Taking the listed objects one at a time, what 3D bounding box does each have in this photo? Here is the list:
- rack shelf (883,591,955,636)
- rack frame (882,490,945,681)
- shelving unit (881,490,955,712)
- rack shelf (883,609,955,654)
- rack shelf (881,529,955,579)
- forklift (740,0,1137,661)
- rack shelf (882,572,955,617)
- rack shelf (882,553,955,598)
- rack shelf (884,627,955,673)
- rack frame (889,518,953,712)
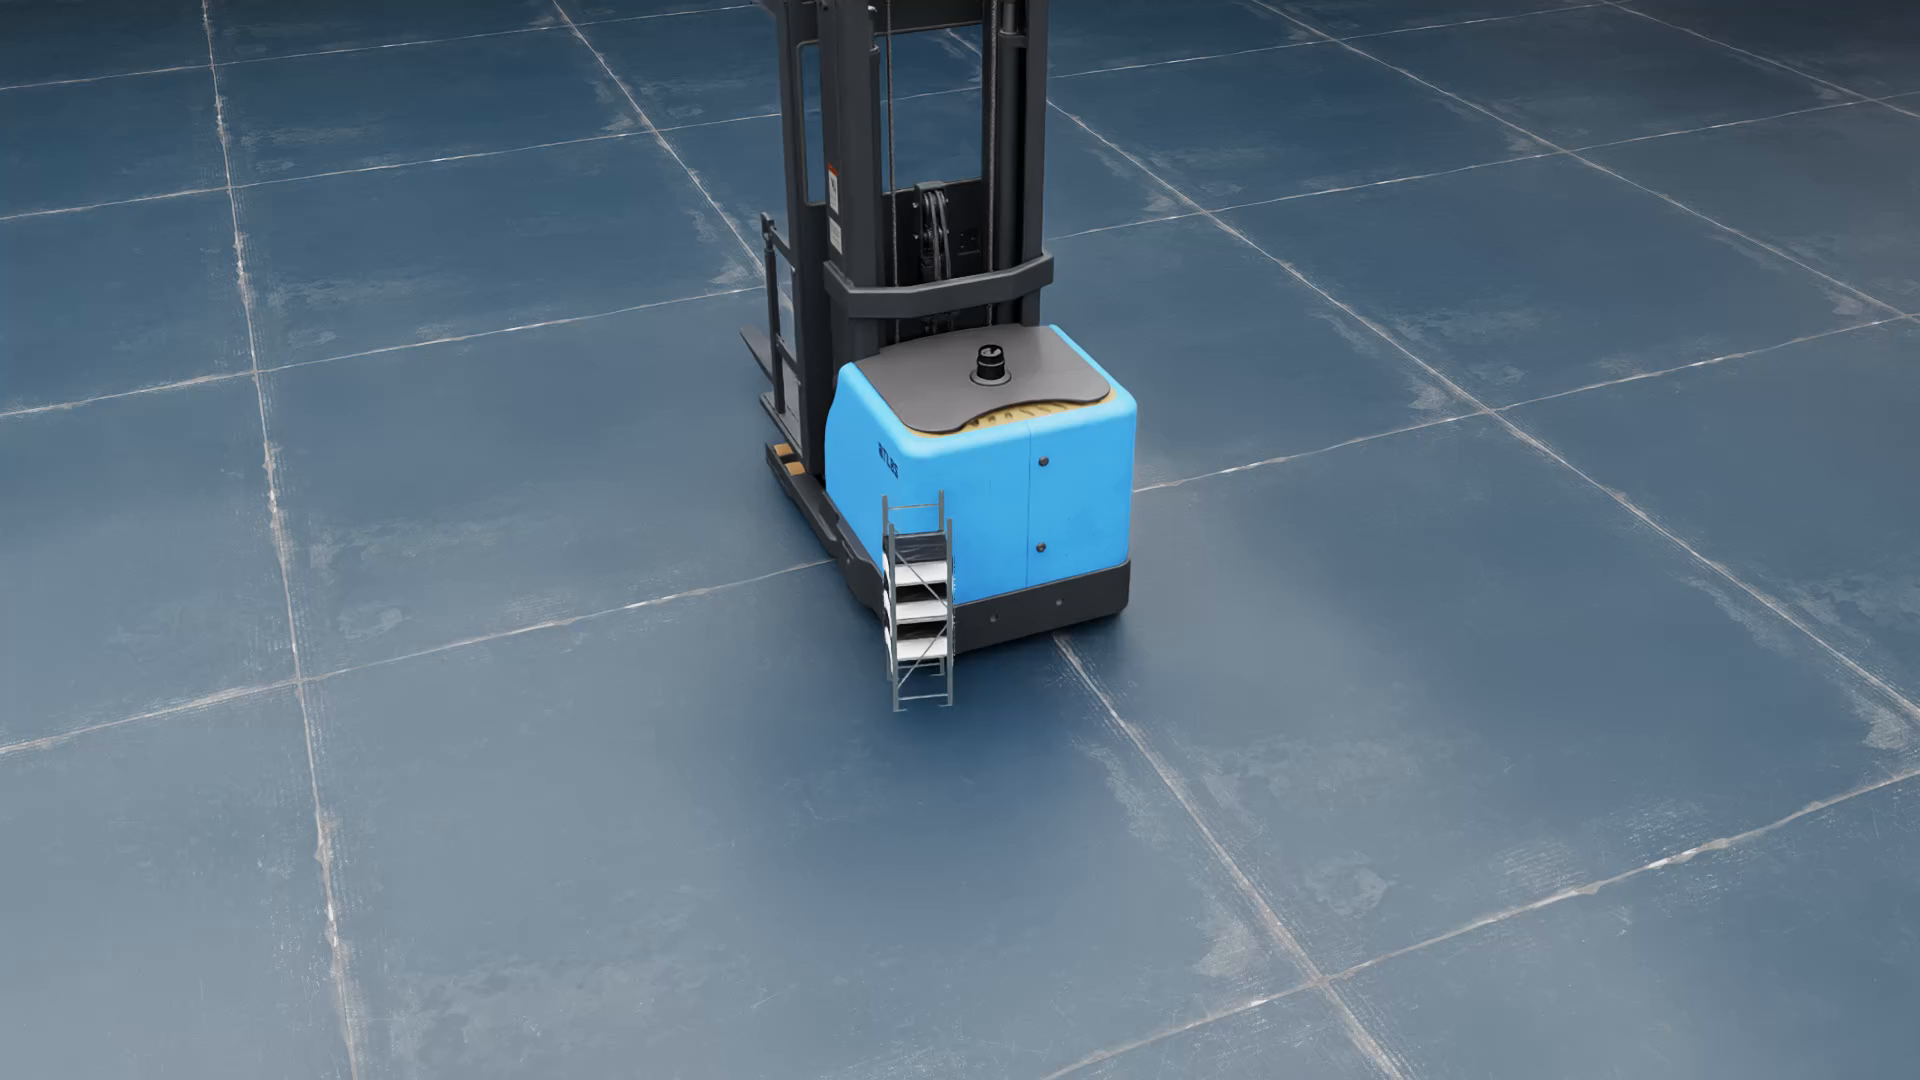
[{"bbox_3d":[-0.164,0.277,6.558,0.258,0.077,0.200,-5,34,-8],"label":"rack shelf"},{"bbox_3d":[-0.180,0.194,6.624,0.240,0.900,0.006,-5,34,-8],"label":"rack frame"},{"bbox_3d":[-0.164,0.250,6.540,0.258,0.900,0.210,-5,34,-8],"label":"shelving unit"},{"bbox_3d":[-0.164,0.353,6.608,0.258,0.077,0.200,-5,34,-8],"label":"rack shelf"},{"bbox_3d":[-0.164,0.052,6.410,0.258,0.077,0.200,-5,34,-8],"label":"rack shelf"},{"bbox_3d":[-0.311,-1.524,7.405,1.130,2.935,3.031,-13,35,-19],"label":"forklift"},{"bbox_3d":[-0.164,0.202,6.509,0.258,0.077,0.200,-5,34,-8],"label":"rack shelf"},{"bbox_3d":[-0.164,0.127,6.459,0.258,0.077,0.200,-5,34,-8],"label":"rack shelf"},{"bbox_3d":[-0.164,0.428,6.657,0.258,0.077,0.200,-5,34,-8],"label":"rack shelf"},{"bbox_3d":[-0.148,0.305,6.456,0.240,0.900,0.006,-5,34,-8],"label":"rack frame"}]
